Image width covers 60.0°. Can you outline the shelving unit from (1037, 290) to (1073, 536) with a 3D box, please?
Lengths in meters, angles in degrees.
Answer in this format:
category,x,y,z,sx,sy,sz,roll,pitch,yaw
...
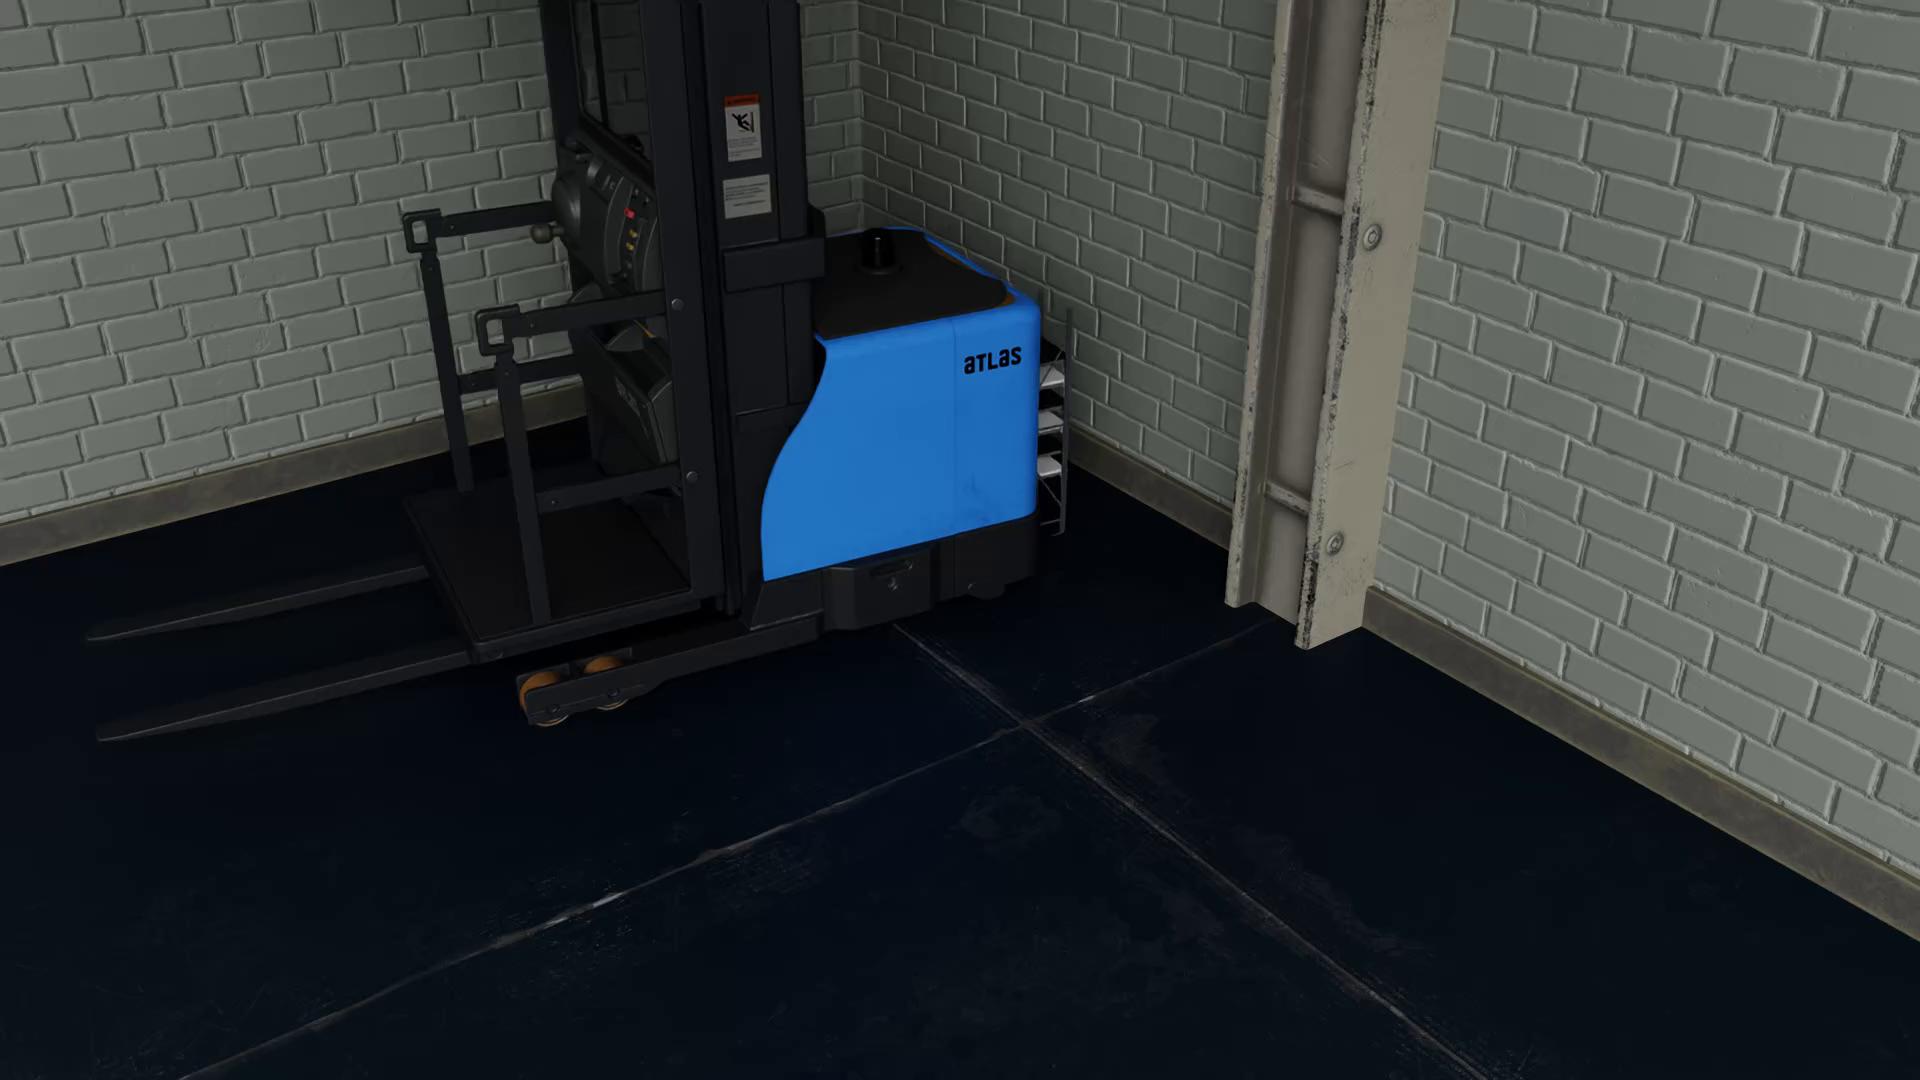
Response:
category,x,y,z,sx,sy,sz,roll,pitch,yaw
shelving unit,0.243,-0.440,6.116,0.258,0.900,0.210,-14,31,-24

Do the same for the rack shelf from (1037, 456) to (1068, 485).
category,x,y,z,sx,sy,sz,roll,pitch,yaw
rack shelf,0.242,-0.252,6.218,0.258,0.077,0.200,-14,31,-24

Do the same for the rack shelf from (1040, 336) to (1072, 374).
category,x,y,z,sx,sy,sz,roll,pitch,yaw
rack shelf,0.243,-0.648,6.004,0.258,0.077,0.200,-14,31,-24

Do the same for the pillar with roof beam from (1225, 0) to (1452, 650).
category,x,y,z,sx,sy,sz,roll,pitch,yaw
pillar with roof beam,-2.340,-2.512,1.447,9.100,9.000,0.400,-19,34,-31

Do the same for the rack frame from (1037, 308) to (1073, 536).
category,x,y,z,sx,sy,sz,roll,pitch,yaw
rack frame,0.290,-0.397,6.037,0.240,0.900,0.006,-14,31,-24

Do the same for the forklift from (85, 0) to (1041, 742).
category,x,y,z,sx,sy,sz,roll,pitch,yaw
forklift,-1.266,-0.996,5.014,3.031,2.935,1.130,-14,31,-24

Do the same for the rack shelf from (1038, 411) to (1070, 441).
category,x,y,z,sx,sy,sz,roll,pitch,yaw
rack shelf,0.243,-0.411,6.132,0.258,0.077,0.200,-14,31,-24

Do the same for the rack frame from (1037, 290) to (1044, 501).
category,x,y,z,sx,sy,sz,roll,pitch,yaw
rack frame,0.196,-0.483,6.196,0.240,0.900,0.006,-14,31,-24

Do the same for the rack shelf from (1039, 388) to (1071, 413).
category,x,y,z,sx,sy,sz,roll,pitch,yaw
rack shelf,0.243,-0.490,6.089,0.258,0.077,0.200,-14,31,-24

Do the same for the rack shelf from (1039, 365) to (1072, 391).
category,x,y,z,sx,sy,sz,roll,pitch,yaw
rack shelf,0.243,-0.569,6.046,0.258,0.077,0.200,-14,31,-24

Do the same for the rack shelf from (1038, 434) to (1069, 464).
category,x,y,z,sx,sy,sz,roll,pitch,yaw
rack shelf,0.243,-0.331,6.175,0.258,0.077,0.200,-14,31,-24
